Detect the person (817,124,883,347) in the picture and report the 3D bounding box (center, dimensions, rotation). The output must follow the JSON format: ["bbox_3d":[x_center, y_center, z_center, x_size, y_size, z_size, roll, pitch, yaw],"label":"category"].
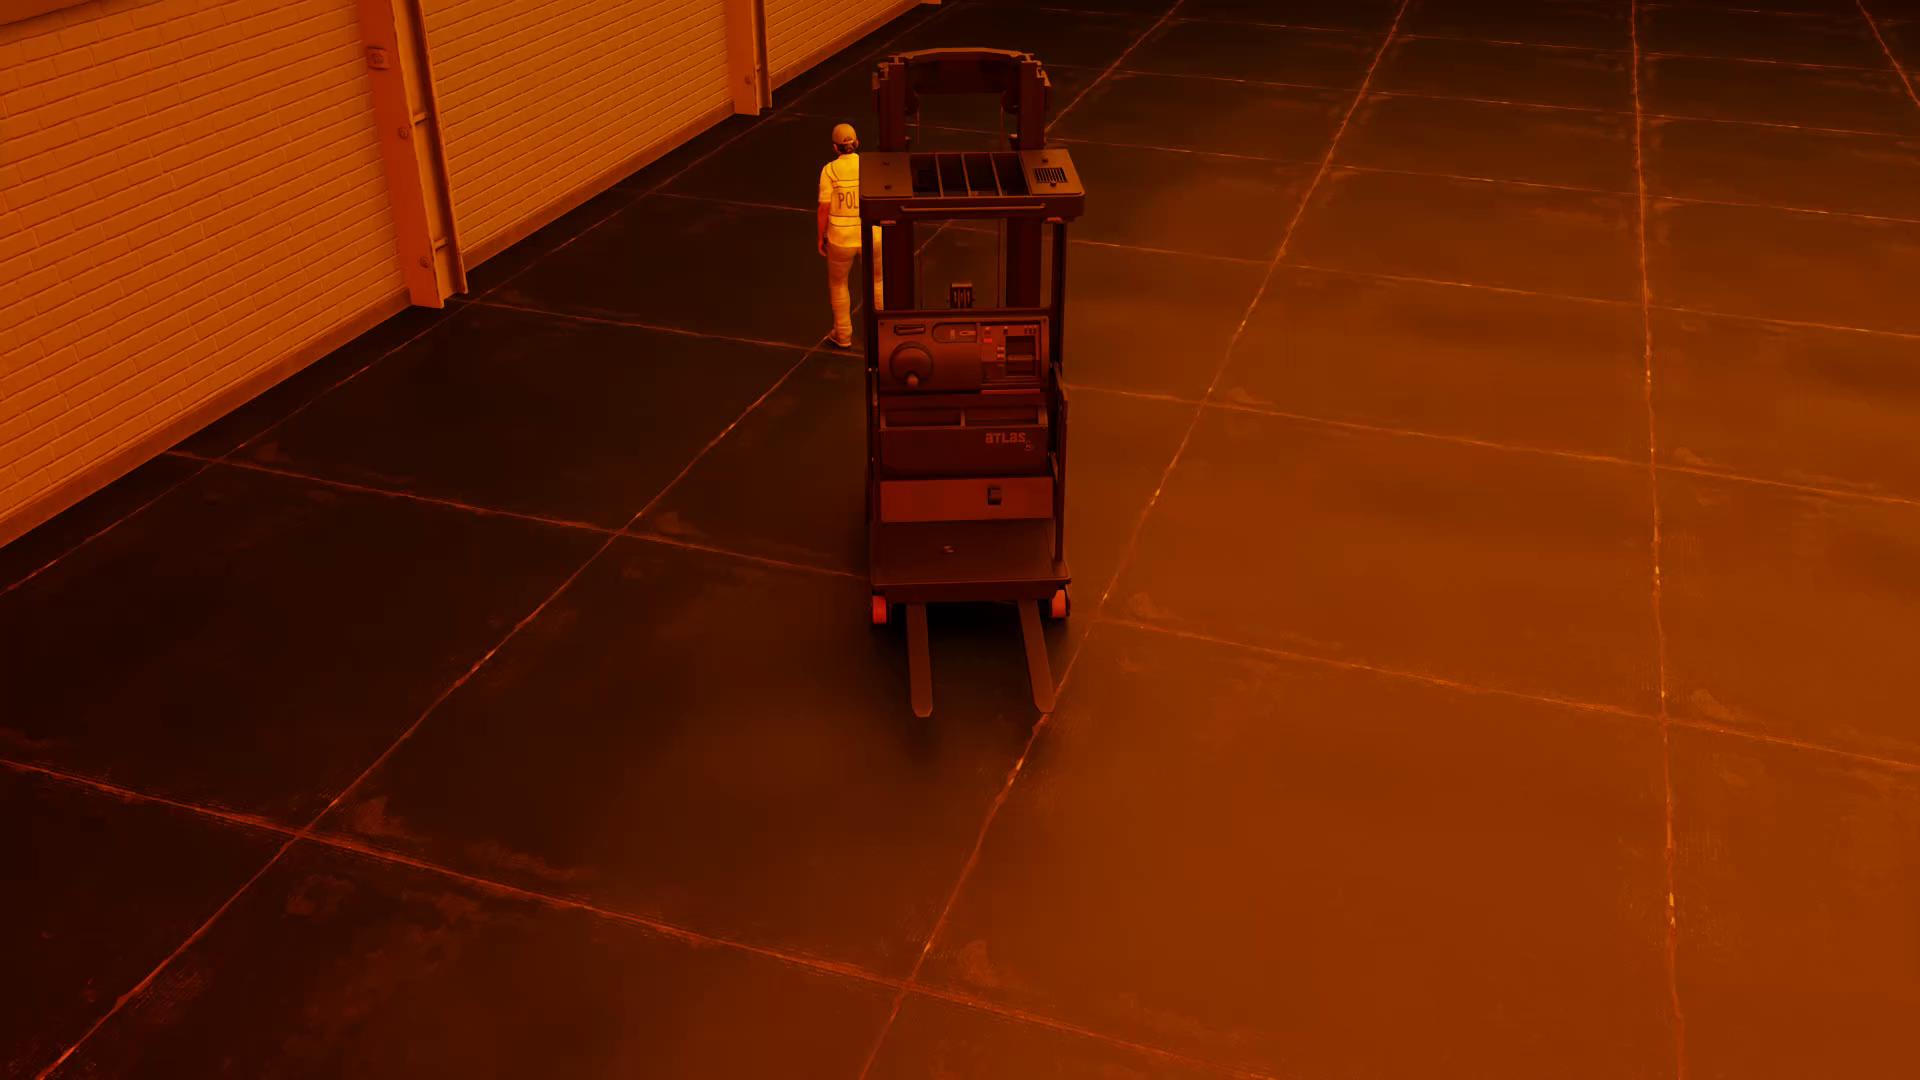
[{"bbox_3d":[-0.786,-2.257,12.375,0.565,1.667,0.465,-8,31,-14],"label":"person"}]

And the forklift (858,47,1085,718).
[{"bbox_3d":[0.035,-0.972,8.842,1.130,2.935,3.031,-2,30,-3],"label":"forklift"}]
